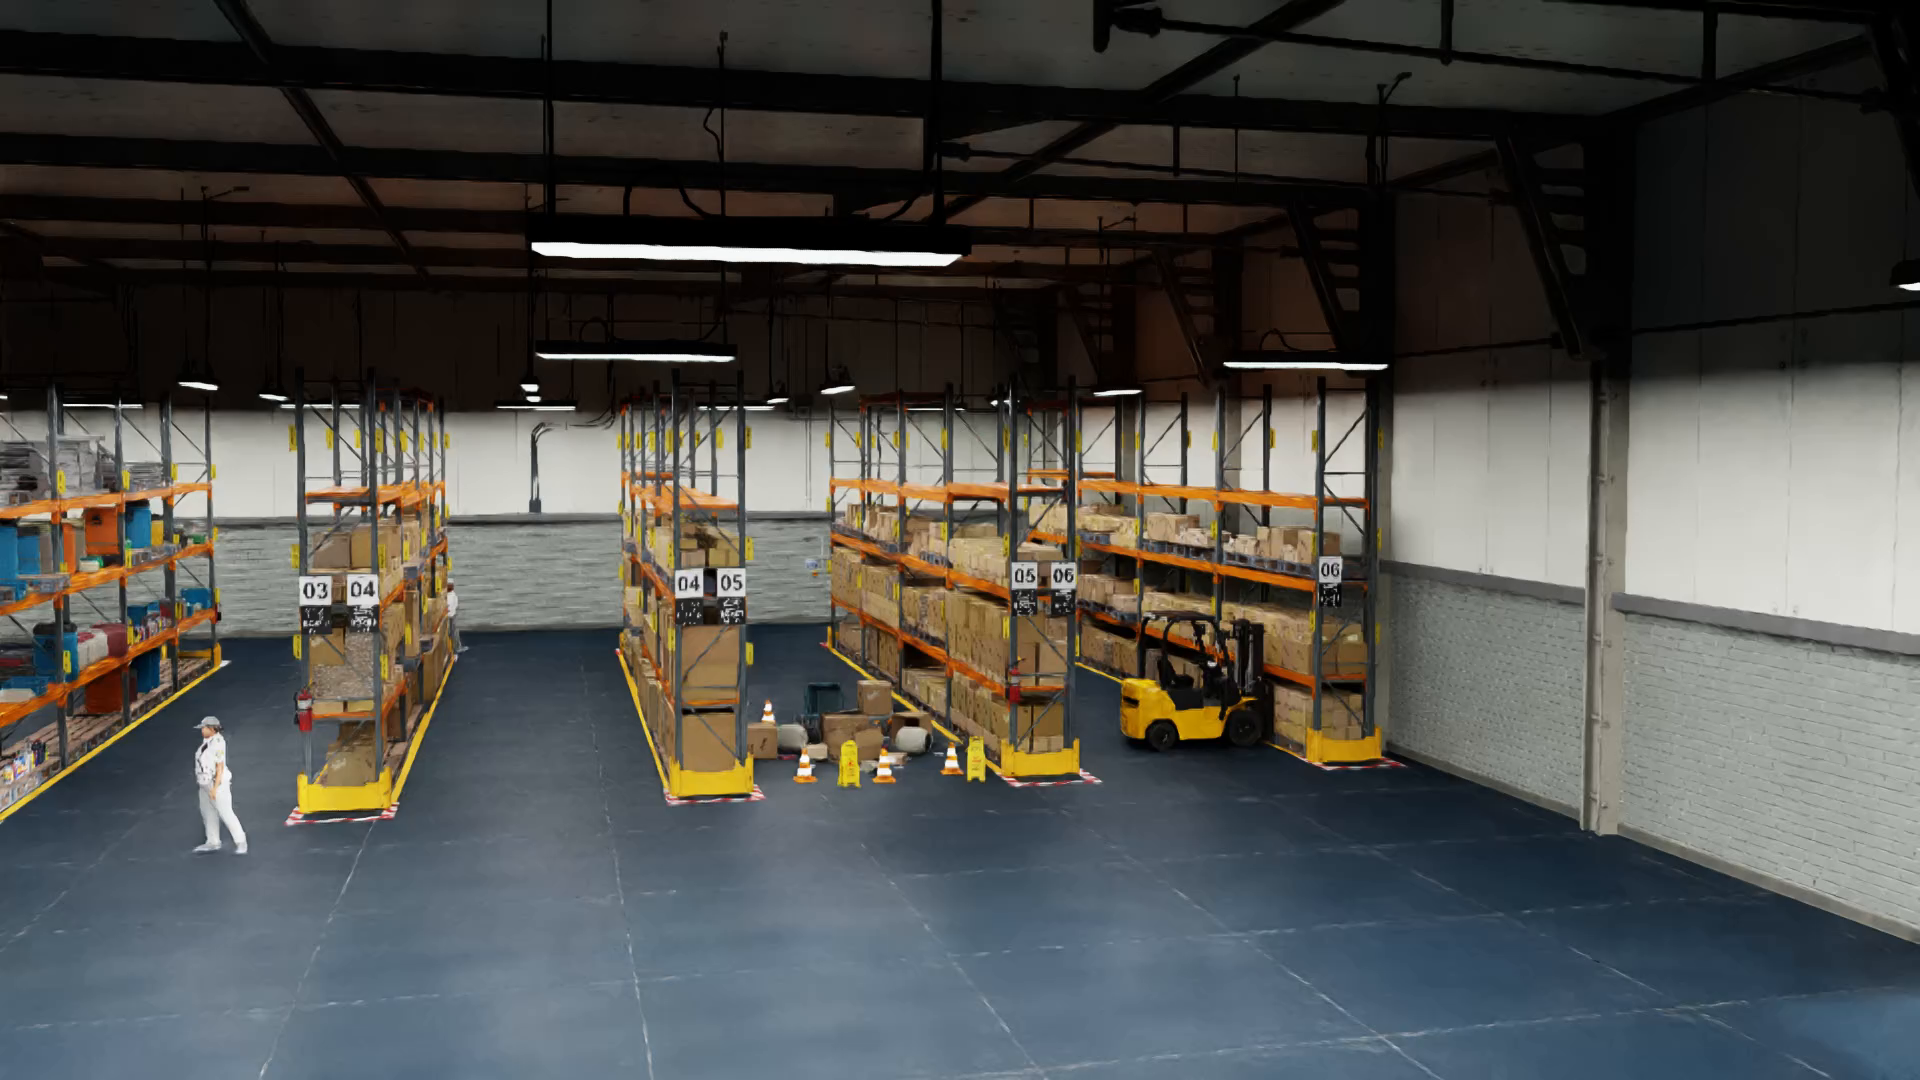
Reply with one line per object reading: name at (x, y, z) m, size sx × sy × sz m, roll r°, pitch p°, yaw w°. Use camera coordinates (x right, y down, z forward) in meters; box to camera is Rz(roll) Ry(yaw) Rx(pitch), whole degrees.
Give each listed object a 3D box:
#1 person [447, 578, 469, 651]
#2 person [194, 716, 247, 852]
person at (-12.039, 1.765, 39.277) m, size 0.540 × 1.757 × 0.724 m, roll 1°, pitch 4°, yaw 19°
person at (-9.015, 2.972, 20.252) m, size 0.521 × 1.655 × 0.689 m, roll -3°, pitch 5°, yaw -43°
